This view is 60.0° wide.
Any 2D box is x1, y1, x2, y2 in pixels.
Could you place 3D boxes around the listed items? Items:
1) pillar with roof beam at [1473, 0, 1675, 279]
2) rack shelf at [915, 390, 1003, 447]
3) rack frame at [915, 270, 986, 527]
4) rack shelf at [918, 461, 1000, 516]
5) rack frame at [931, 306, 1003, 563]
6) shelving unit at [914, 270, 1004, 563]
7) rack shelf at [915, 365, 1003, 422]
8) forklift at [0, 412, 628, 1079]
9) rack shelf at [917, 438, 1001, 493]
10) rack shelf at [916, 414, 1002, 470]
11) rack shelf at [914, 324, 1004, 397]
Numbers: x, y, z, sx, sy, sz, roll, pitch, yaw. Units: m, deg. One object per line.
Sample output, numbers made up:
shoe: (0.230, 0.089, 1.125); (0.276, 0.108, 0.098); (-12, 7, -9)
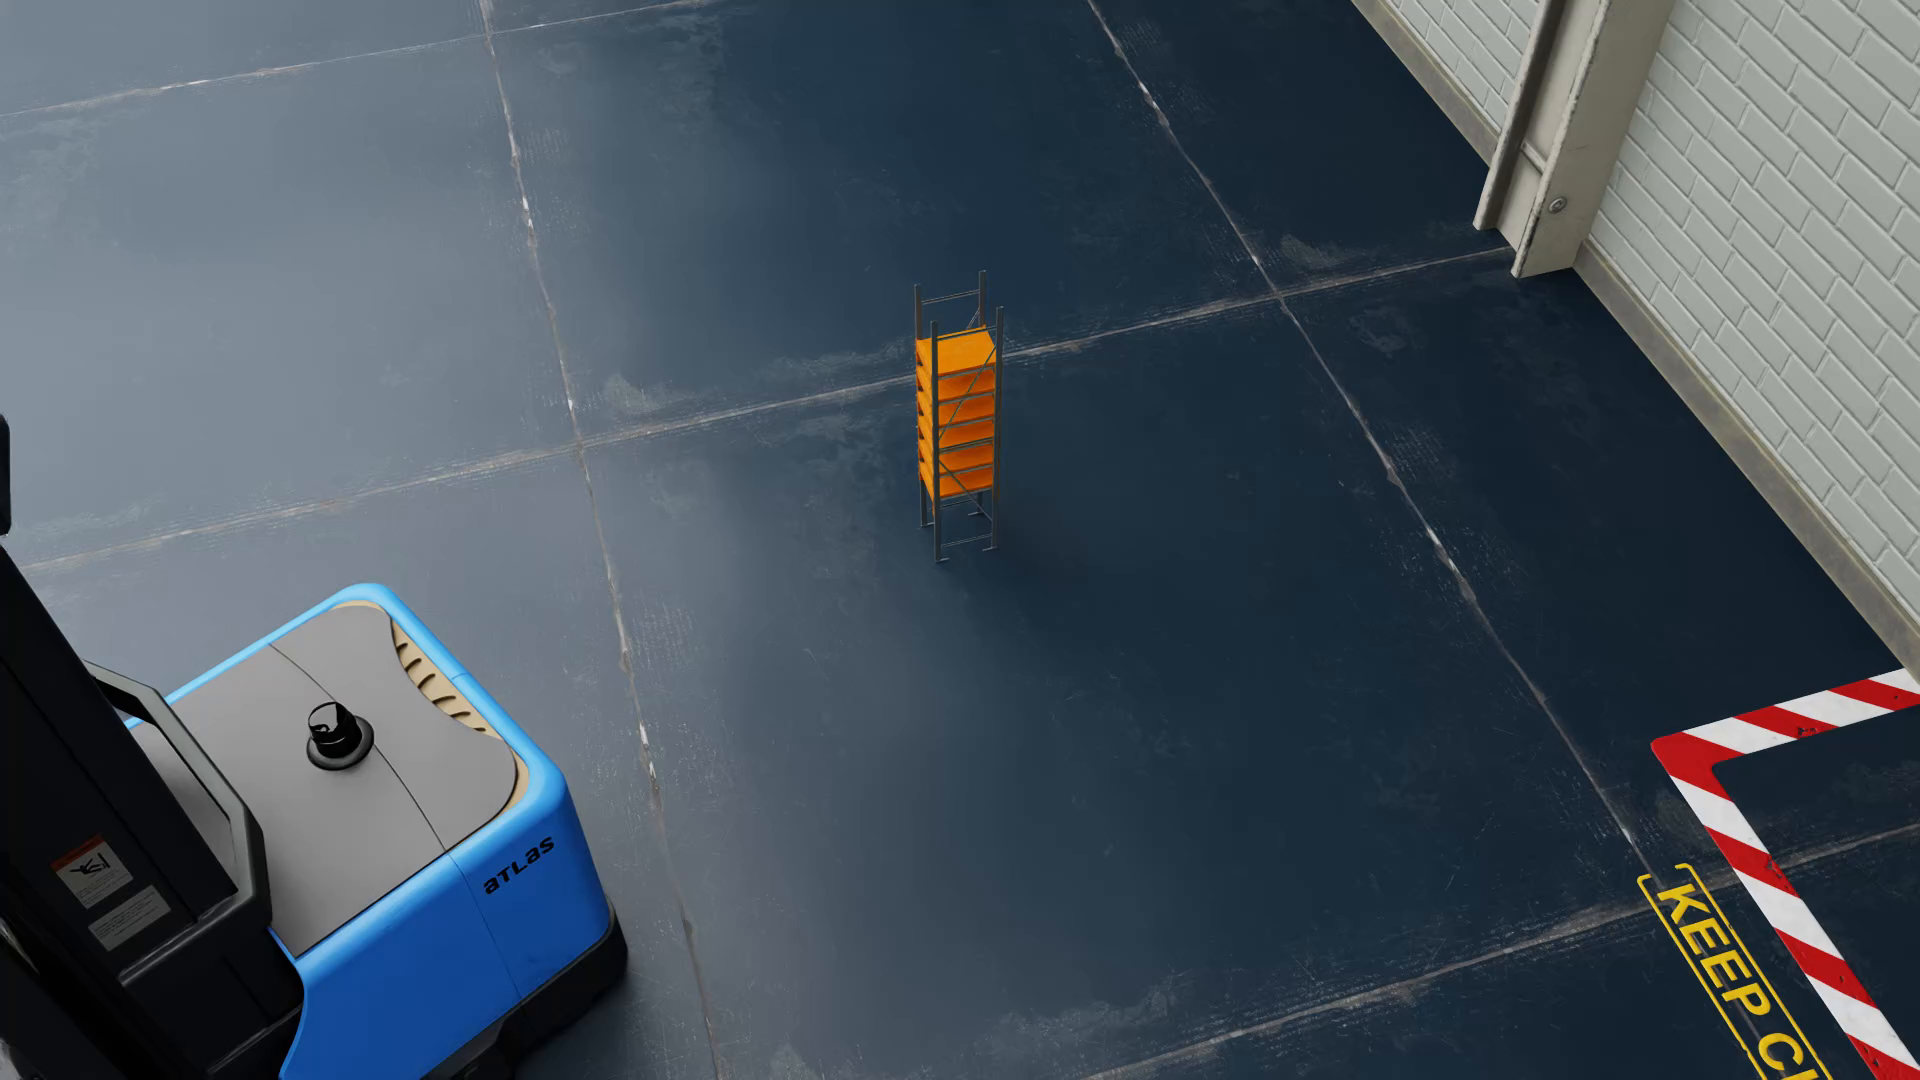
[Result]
pillar with roof beam: (-1.613, -3.238, 3.094); (9.100, 9.000, 0.400); (-13, 51, -11)
rack shelf: (-0.004, -0.446, 5.742); (0.258, 0.103, 0.180); (-13, 51, -11)
rack frame: (-0.031, -0.464, 5.857); (0.240, 1.200, 0.006); (-13, 51, -11)
rack shelf: (-0.004, -0.214, 6.018); (0.258, 0.103, 0.180); (-13, 51, -11)
rack frame: (0.023, -0.330, 5.744); (0.240, 1.200, 0.006); (-13, 51, -11)
shelving unit: (-0.004, -0.397, 5.800); (0.258, 1.200, 0.189); (-13, 51, -11)
rack shelf: (-0.004, -0.523, 5.651); (0.258, 0.103, 0.180); (-13, 51, -11)
forklift: (-2.430, 0.888, 3.584); (3.031, 2.935, 1.130); (-36, 59, -26)
rack shelf: (-0.004, -0.291, 5.926); (0.258, 0.103, 0.180); (-13, 51, -11)
rack shelf: (-0.004, -0.369, 5.834); (0.258, 0.103, 0.180); (-13, 51, -11)
rack shelf: (-0.004, -0.601, 5.559); (0.258, 0.103, 0.180); (-13, 51, -11)
